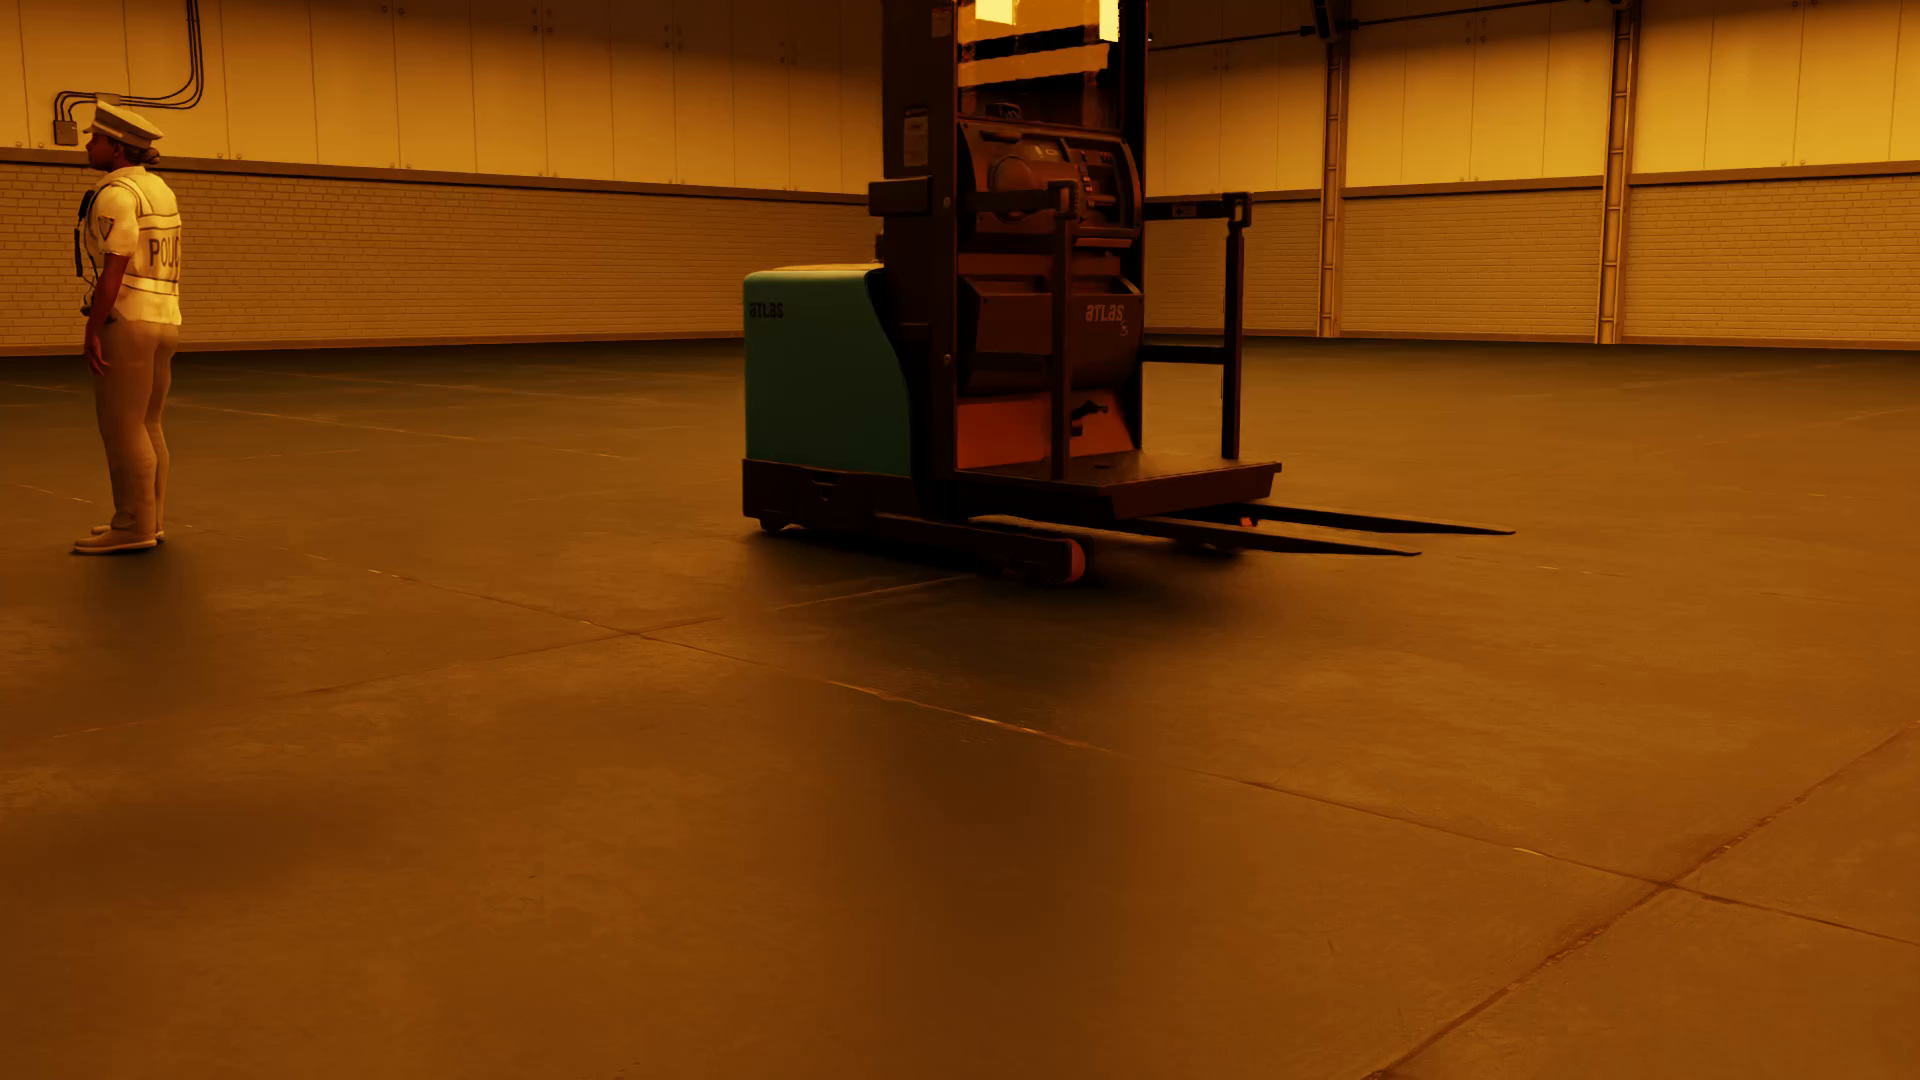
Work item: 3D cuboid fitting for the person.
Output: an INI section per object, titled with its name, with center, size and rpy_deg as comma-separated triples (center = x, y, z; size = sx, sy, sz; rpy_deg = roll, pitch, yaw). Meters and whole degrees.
[person]
center = -3.234, -0.804, 6.364
size = 0.503, 1.704, 0.547
rpy_deg = 0, 9, -2

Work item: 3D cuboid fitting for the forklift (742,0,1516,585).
[forklift]
center = 0.499, -1.381, 6.042
size = 3.031, 2.935, 1.130
rpy_deg = 8, 12, 44
